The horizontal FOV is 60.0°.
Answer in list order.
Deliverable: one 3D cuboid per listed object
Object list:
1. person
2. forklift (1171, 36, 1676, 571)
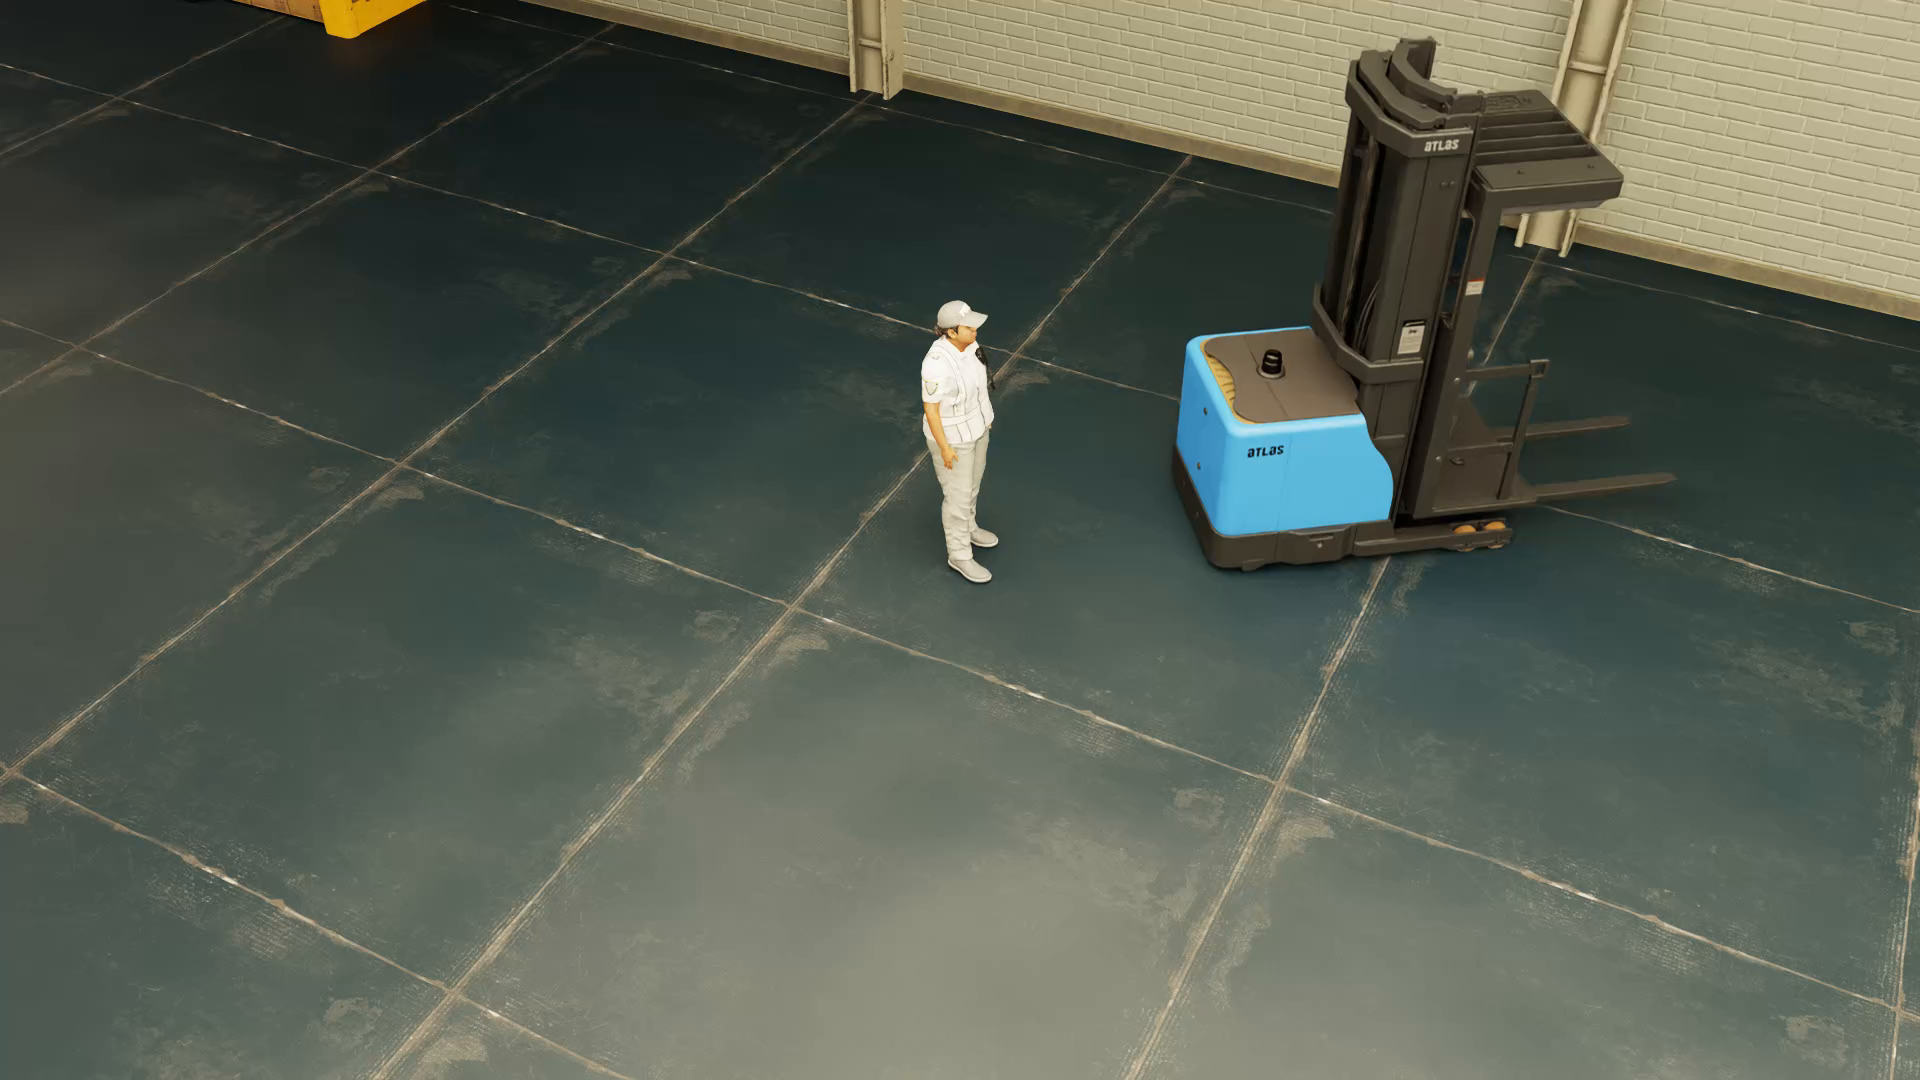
[{"bbox_3d":[0.058,-0.608,9.678,0.529,1.670,0.599,18,43,21],"label":"person"},{"bbox_3d":[2.918,-1.380,9.625,3.031,2.935,1.130,-6,40,-7],"label":"forklift"}]
